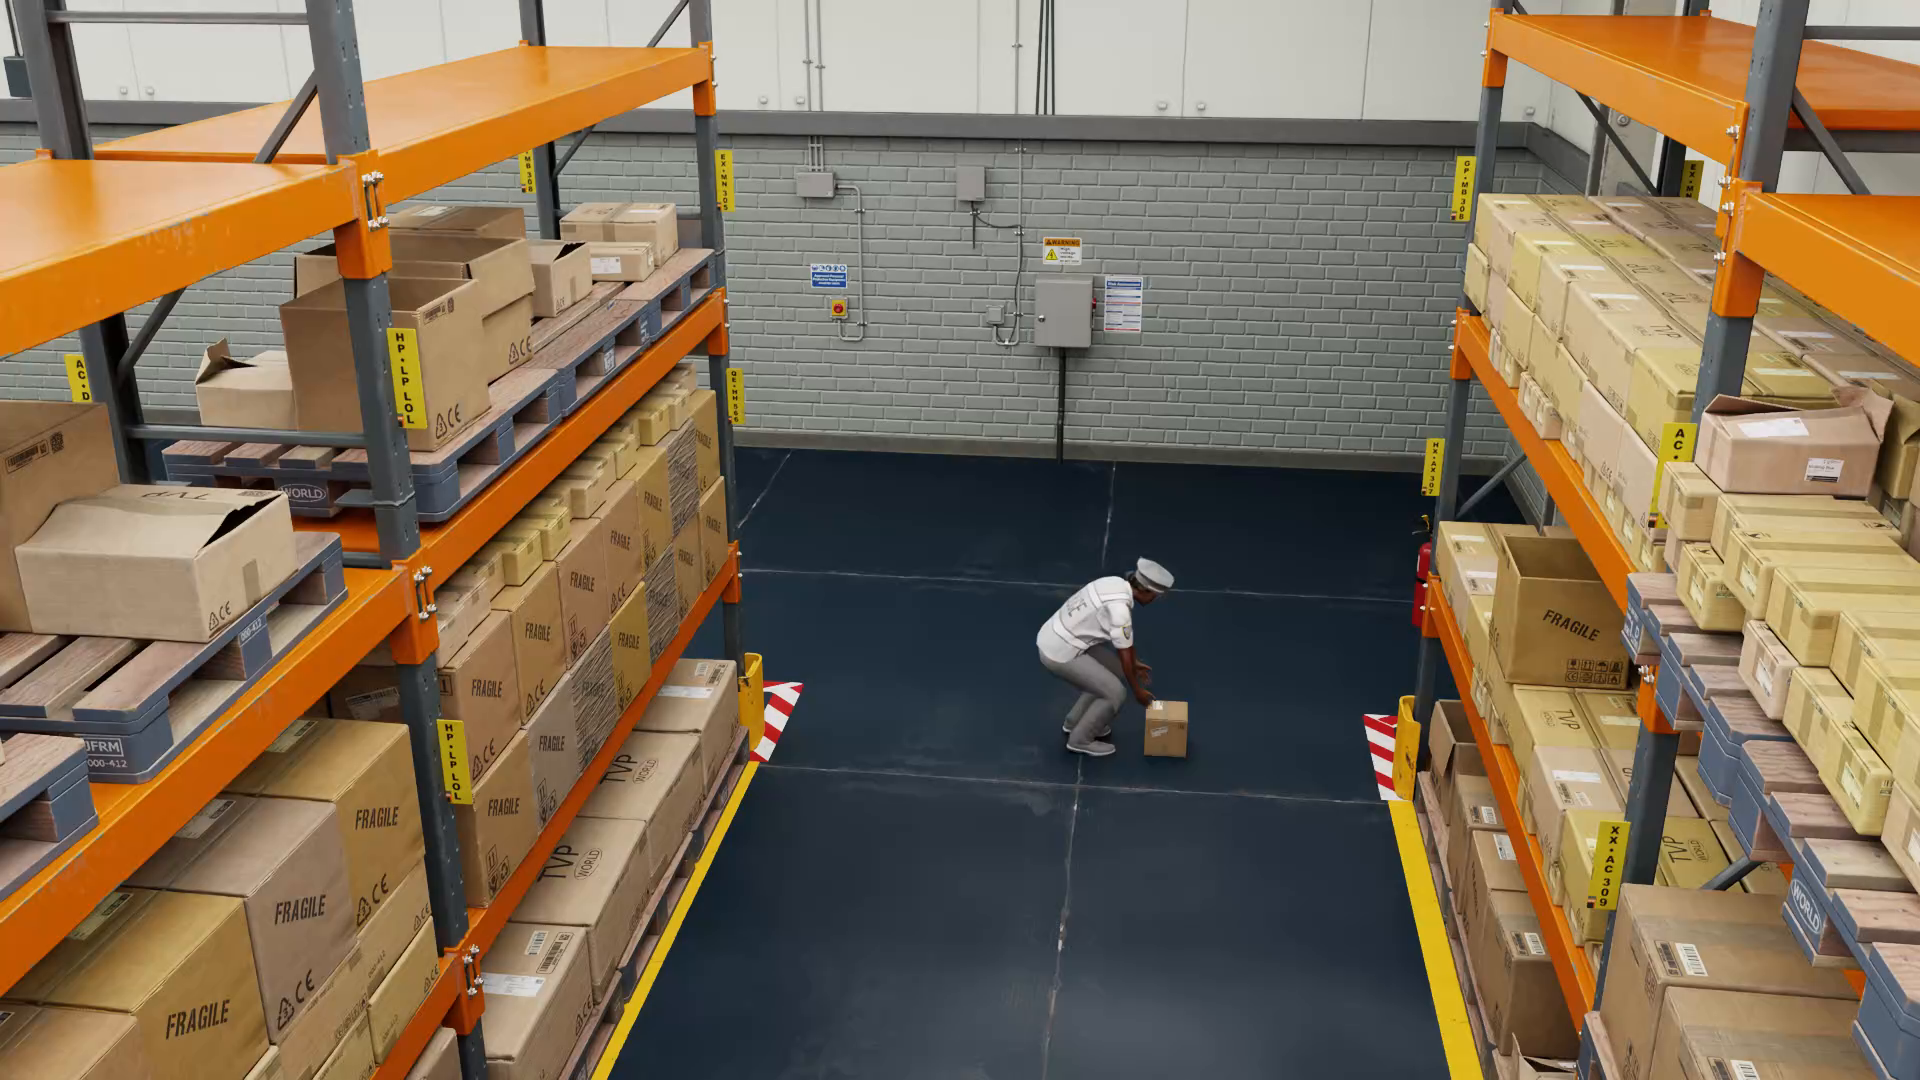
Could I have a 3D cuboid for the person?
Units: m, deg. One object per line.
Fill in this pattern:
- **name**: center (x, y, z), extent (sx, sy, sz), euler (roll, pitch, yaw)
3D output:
- **person**: center (0.864, 0.679, 10.004), extent (0.803, 1.190, 0.496), euler (2, 21, 6)
